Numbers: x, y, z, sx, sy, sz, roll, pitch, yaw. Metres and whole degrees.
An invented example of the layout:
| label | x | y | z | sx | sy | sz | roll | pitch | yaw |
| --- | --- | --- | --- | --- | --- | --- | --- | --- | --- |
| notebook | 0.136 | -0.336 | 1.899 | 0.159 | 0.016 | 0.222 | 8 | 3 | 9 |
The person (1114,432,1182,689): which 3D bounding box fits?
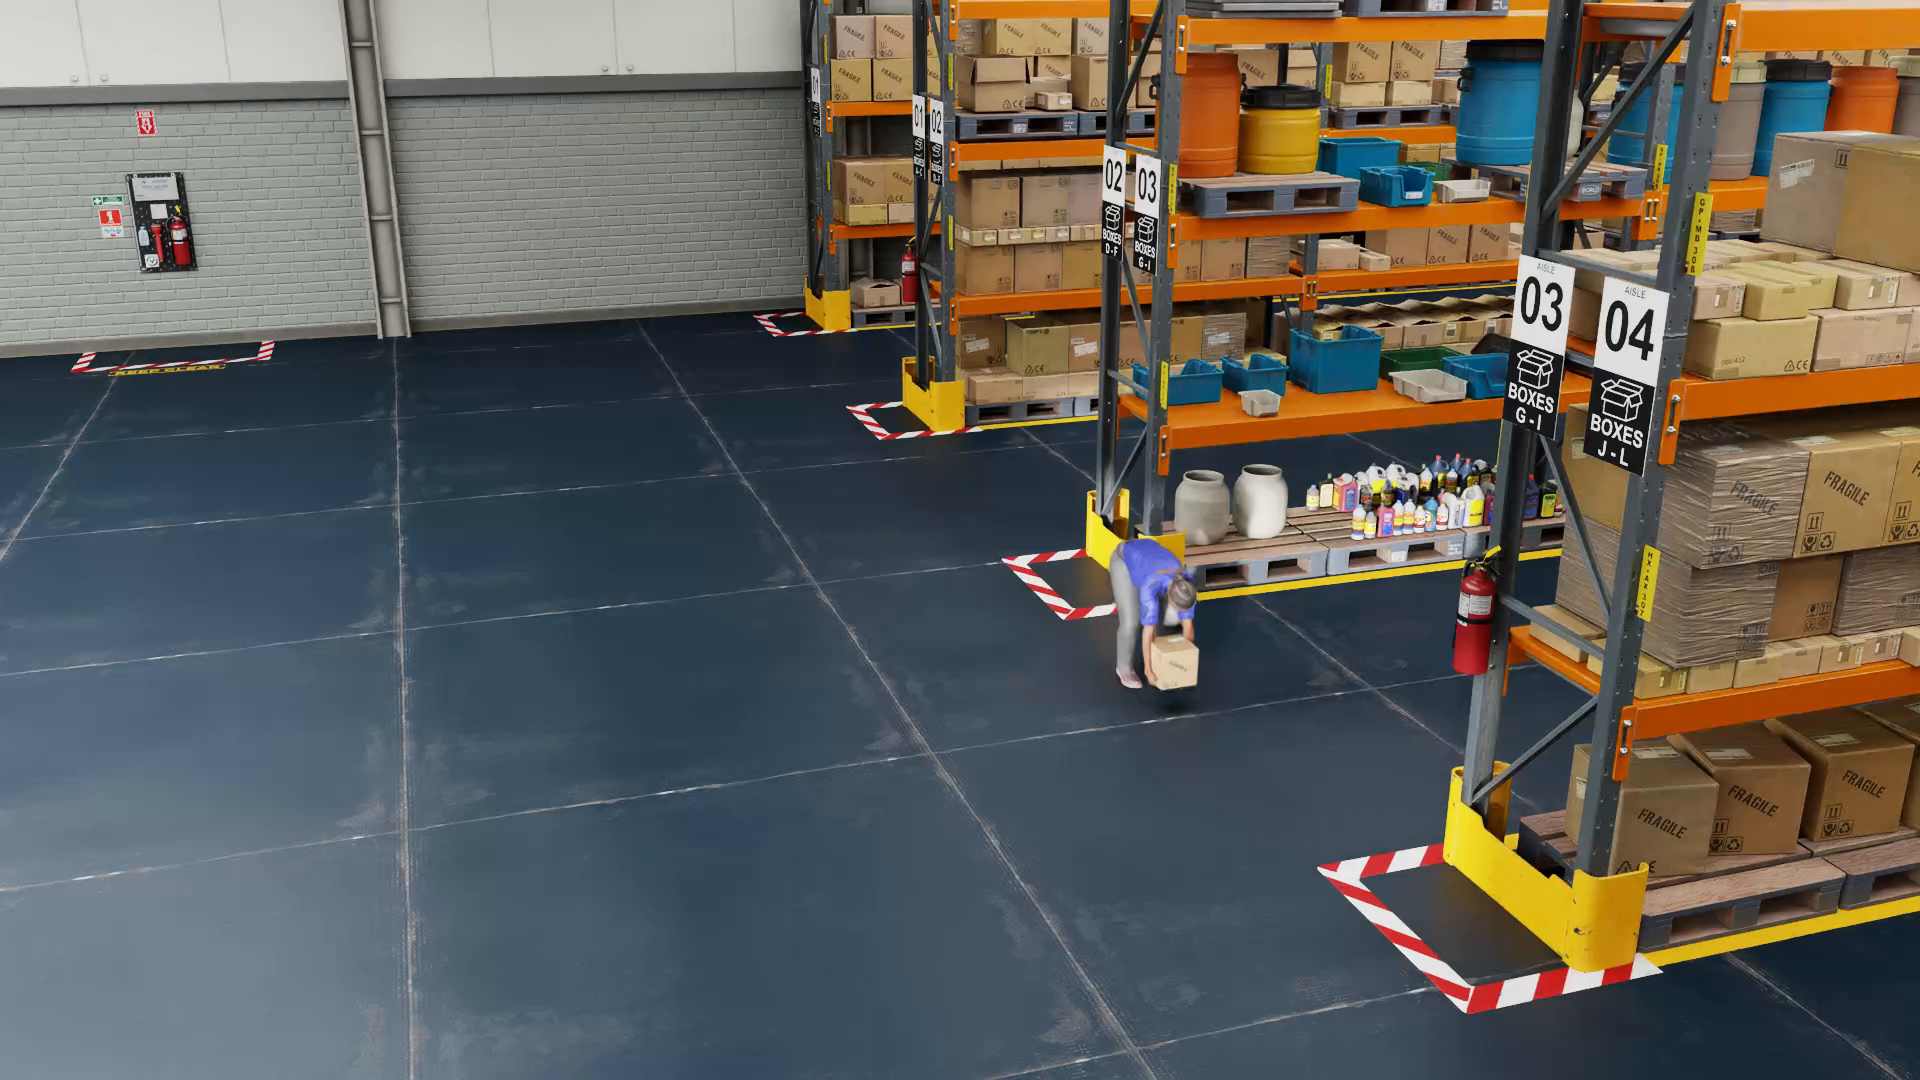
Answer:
| label | x | y | z | sx | sy | sz | roll | pitch | yaw |
| --- | --- | --- | --- | --- | --- | --- | --- | --- | --- |
| person | 1.222 | 0.140 | 10.690 | 0.442 | 1.656 | 0.502 | -6 | 20 | -17 |
